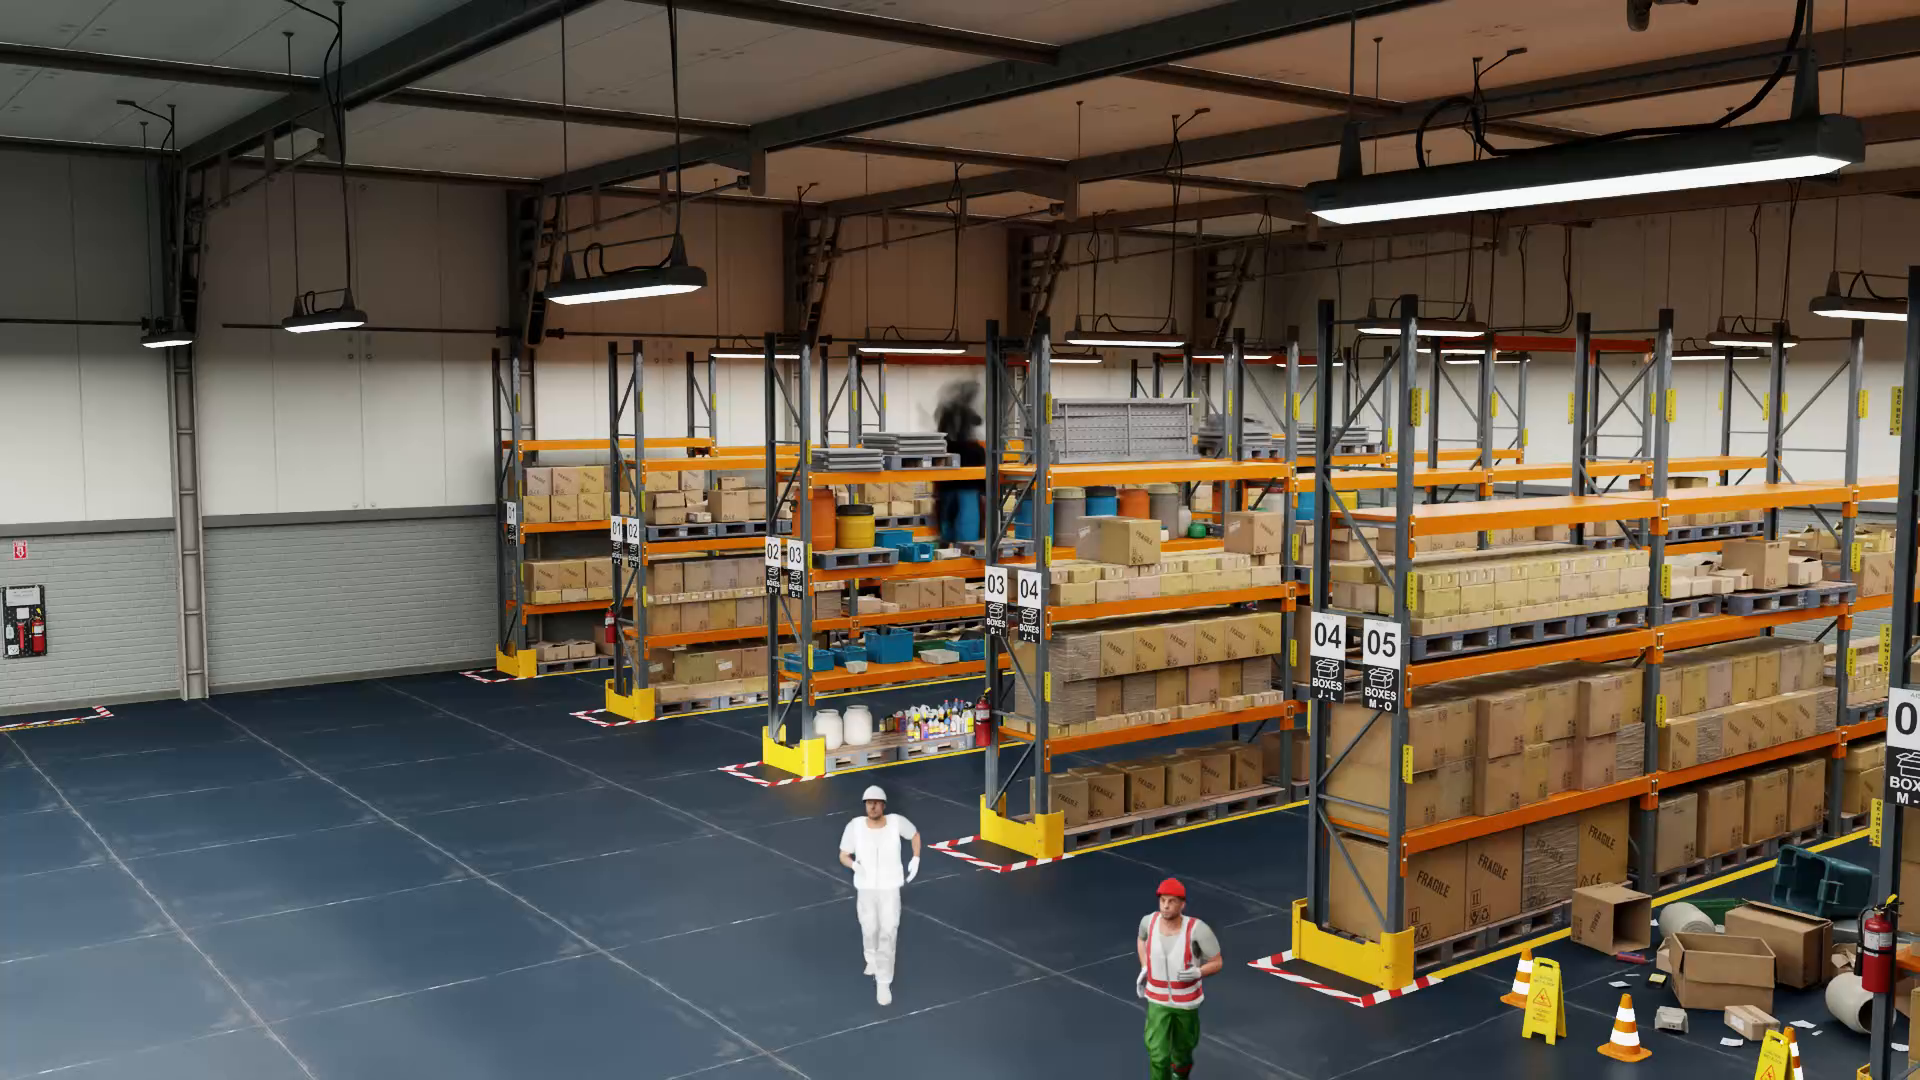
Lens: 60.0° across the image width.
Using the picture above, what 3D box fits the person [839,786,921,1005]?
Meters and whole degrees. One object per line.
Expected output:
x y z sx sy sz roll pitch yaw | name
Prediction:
-0.702 3.027 14.420 0.679 1.815 0.810 0 5 3 | person

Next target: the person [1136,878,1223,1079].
1.520 3.247 11.627 0.629 1.815 0.916 1 5 15 | person
